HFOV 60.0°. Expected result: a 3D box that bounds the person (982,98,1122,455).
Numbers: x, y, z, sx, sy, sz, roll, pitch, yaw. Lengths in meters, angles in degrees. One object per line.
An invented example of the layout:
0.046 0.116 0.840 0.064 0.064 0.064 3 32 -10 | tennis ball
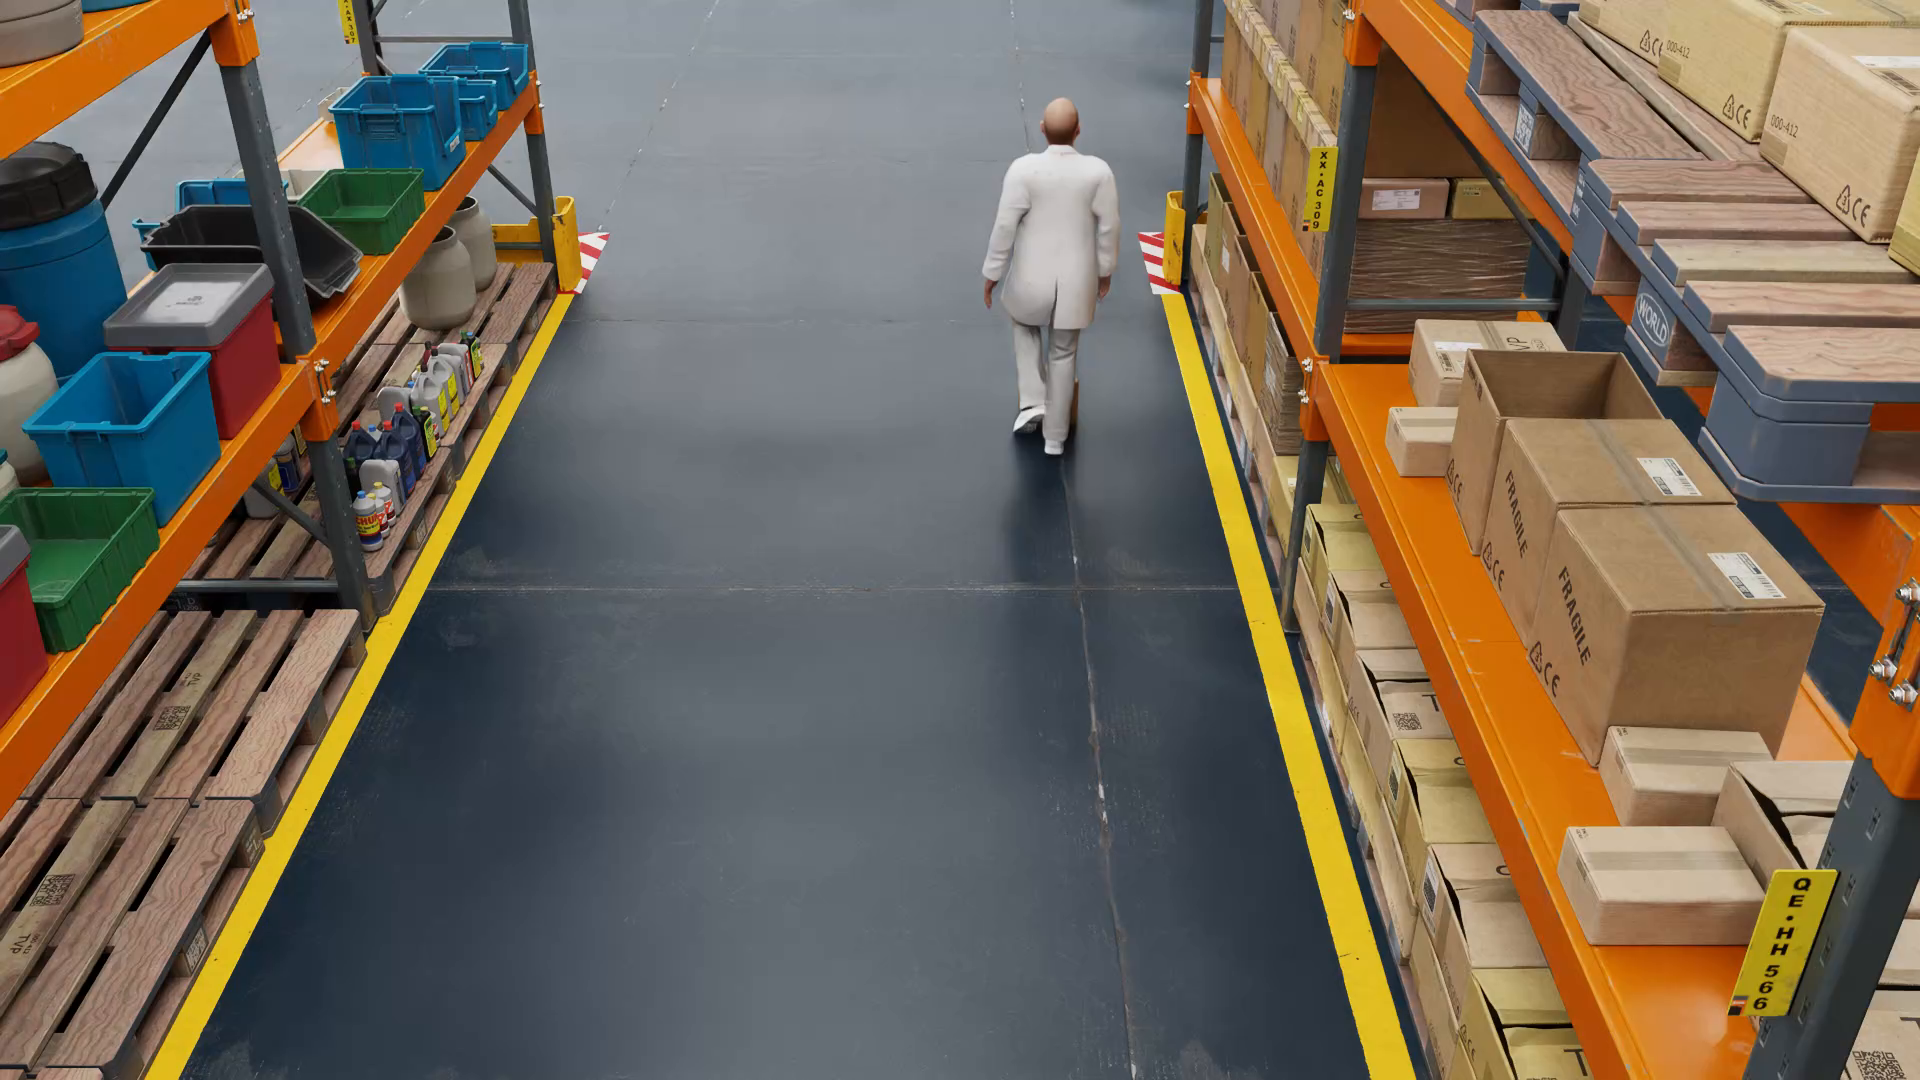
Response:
0.448 -1.248 8.301 0.685 1.706 0.558 0 31 -1 | person
